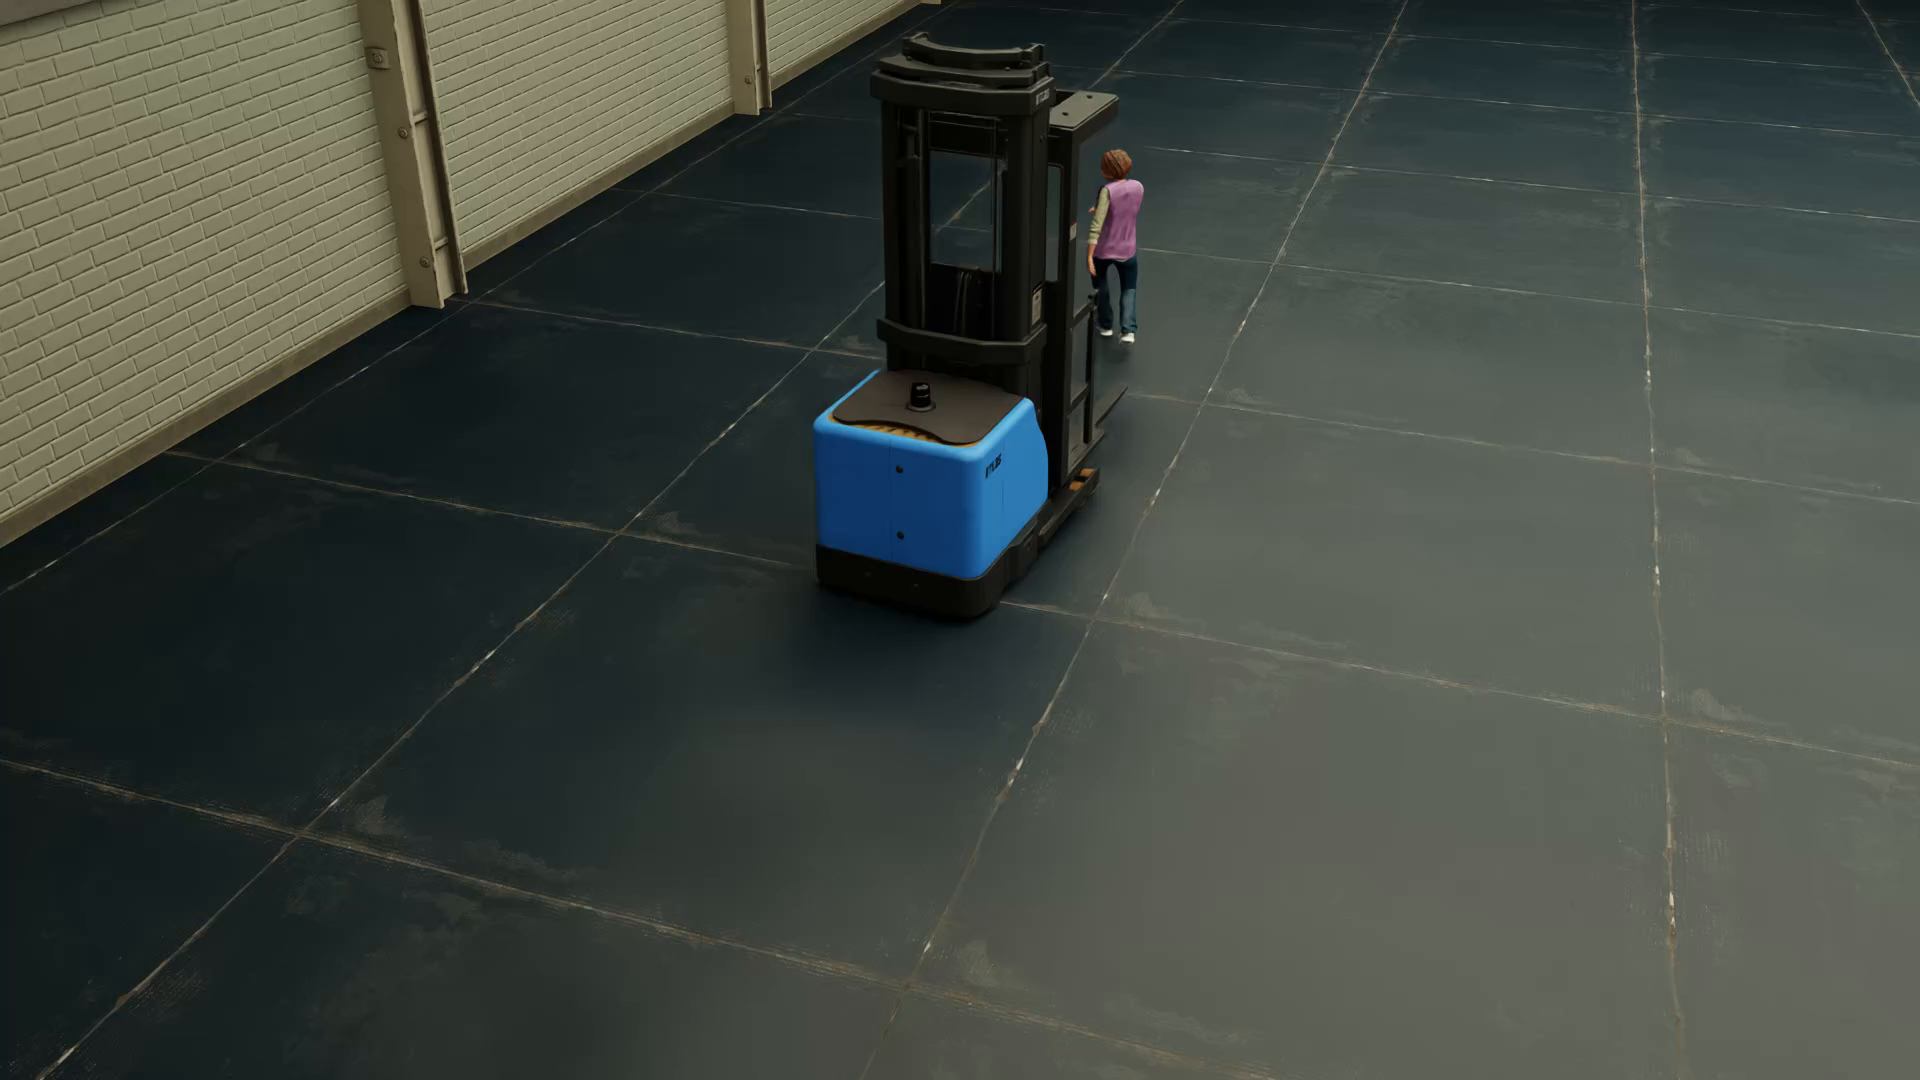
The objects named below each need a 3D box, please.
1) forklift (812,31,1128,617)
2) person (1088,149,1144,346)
[{"bbox_3d":[0.240,-1.557,9.868,1.130,2.935,3.031,13,32,21],"label":"forklift"},{"bbox_3d":[1.135,-2.157,12.373,0.465,1.519,0.719,-2,30,-4],"label":"person"}]
